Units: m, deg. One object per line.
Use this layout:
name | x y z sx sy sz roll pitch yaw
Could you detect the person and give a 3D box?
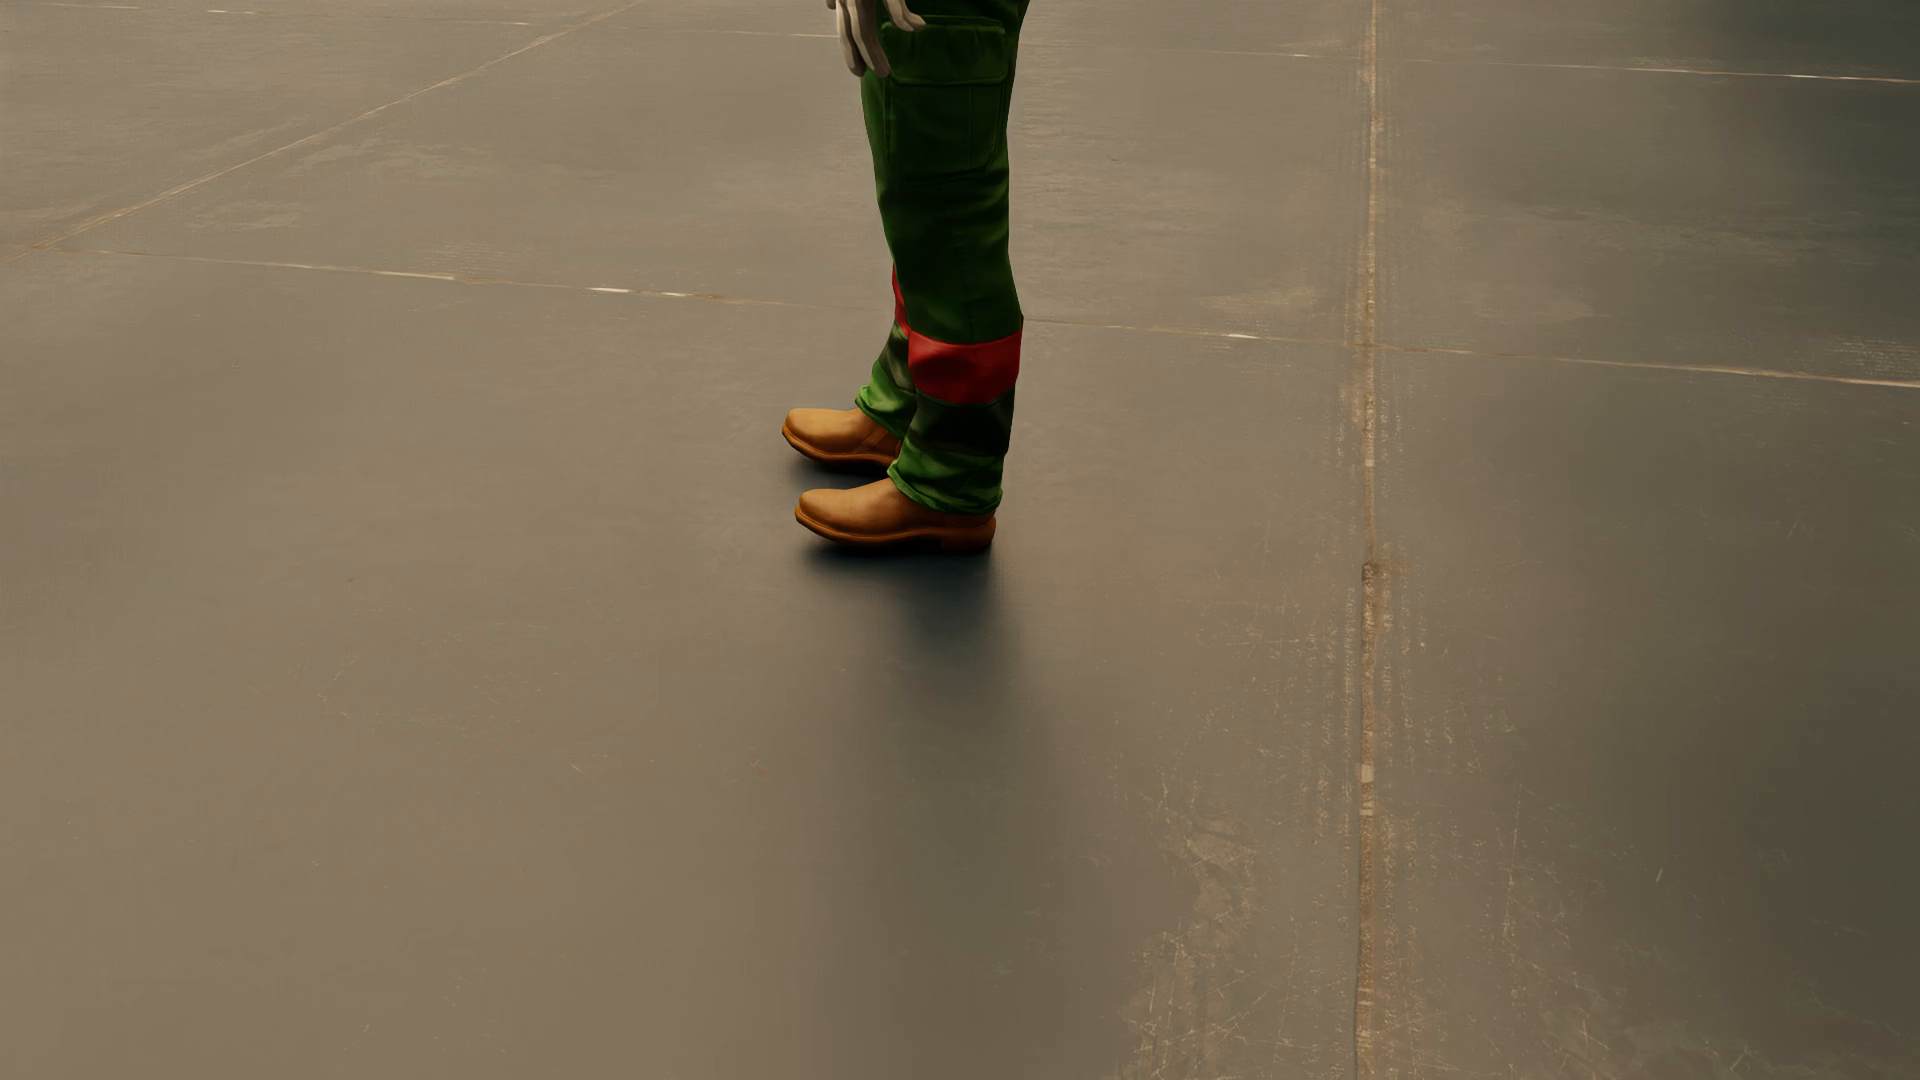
person | -0.075 -0.819 2.120 0.564 1.787 0.637 6 27 11
